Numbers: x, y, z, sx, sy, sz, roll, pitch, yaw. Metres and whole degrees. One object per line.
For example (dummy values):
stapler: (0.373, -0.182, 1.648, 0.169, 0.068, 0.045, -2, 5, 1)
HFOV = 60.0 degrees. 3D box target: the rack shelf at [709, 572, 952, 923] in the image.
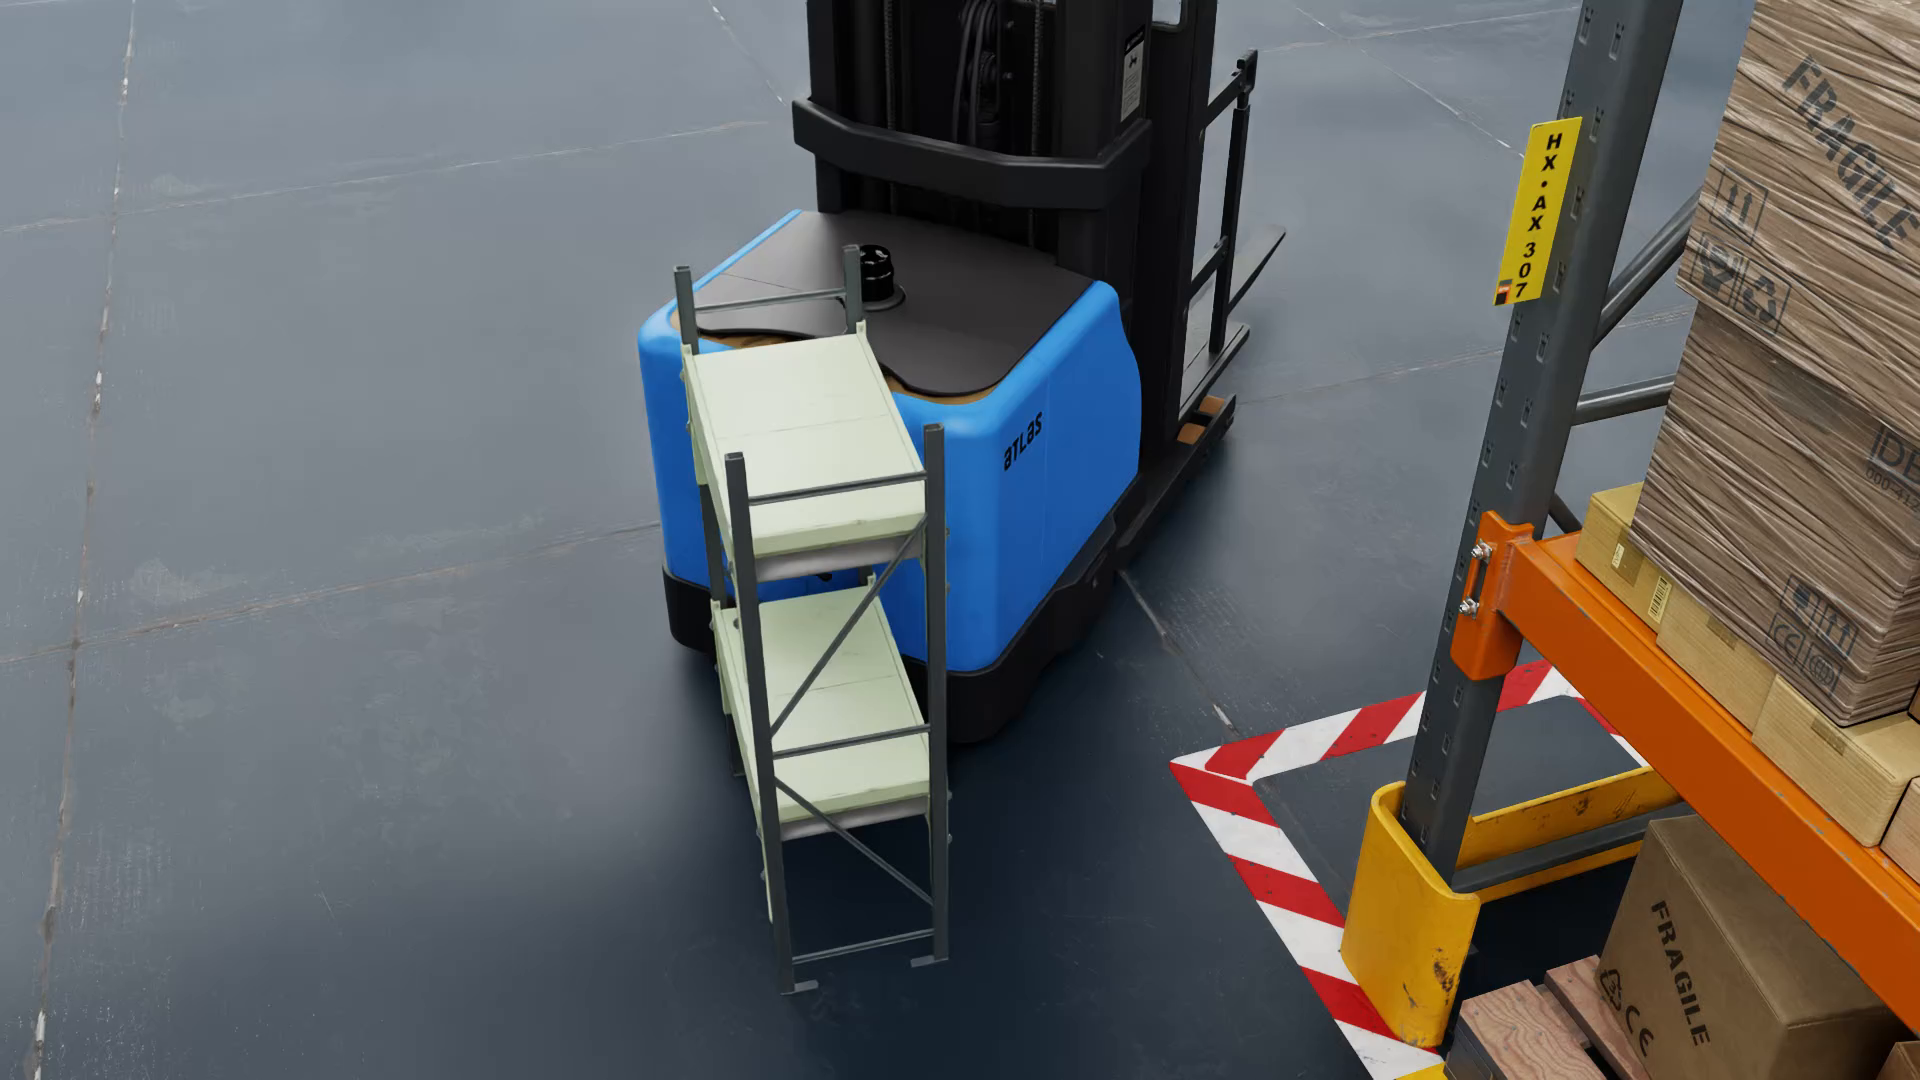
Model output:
rack shelf: (-0.317, 0.468, 3.923, 0.431, 0.370, 0.720, -9, 38, -12)

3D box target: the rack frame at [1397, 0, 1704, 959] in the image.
rack frame: (1.466, -0.306, 3.163, 1.000, 3.000, 0.127, -12, 39, -16)

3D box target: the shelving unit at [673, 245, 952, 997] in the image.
shelving unit: (-0.318, 0.208, 3.727, 0.431, 1.500, 0.755, -9, 38, -12)

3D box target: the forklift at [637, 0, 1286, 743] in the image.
forklift: (0.286, -1.506, 4.813, 1.130, 2.935, 3.031, 17, 40, 21)

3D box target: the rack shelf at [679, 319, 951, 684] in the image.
rack shelf: (-0.318, -0.104, 3.492, 0.431, 0.370, 0.720, -9, 38, -12)

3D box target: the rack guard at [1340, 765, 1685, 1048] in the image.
rack guard: (1.492, 0.735, 3.858, 1.175, 0.500, 0.348, -12, 39, -16)

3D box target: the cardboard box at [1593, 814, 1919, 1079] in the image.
cardboard box: (1.665, 0.881, 3.316, 0.500, 0.500, 0.500, -6, 37, -7)

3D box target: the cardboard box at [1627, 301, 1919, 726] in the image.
cardboard box: (1.630, -0.148, 2.624, 0.875, 0.500, 0.500, -12, 39, -16)

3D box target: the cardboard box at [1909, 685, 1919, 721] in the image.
cardboard box: (1.914, 0.109, 2.282, 0.875, 0.500, 0.500, -12, 39, -16)

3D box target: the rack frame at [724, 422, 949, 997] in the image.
rack frame: (-0.224, 0.421, 3.444, 0.400, 1.500, 0.023, -9, 38, -12)

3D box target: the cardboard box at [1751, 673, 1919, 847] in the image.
cardboard box: (1.481, 0.294, 2.575, 0.380, 0.149, 0.250, -12, 39, -16)

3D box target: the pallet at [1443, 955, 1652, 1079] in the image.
pallet: (1.739, 1.317, 3.326, 1.003, 0.211, 1.213, -12, 39, -16)

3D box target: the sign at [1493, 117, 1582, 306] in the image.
sign: (0.957, -0.539, 2.754, 0.100, 0.325, 0.005, -12, 39, -16)

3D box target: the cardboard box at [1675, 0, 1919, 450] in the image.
cardboard box: (1.400, -0.497, 2.255, 0.500, 0.500, 0.500, -12, 39, -16)

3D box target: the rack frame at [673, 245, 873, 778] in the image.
rack frame: (-0.412, -0.005, 4.010, 0.400, 1.500, 0.023, -9, 38, -12)

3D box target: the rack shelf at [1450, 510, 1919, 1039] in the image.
rack shelf: (2.155, 1.111, 1.880, 1.077, 0.370, 4.000, -12, 39, -16)

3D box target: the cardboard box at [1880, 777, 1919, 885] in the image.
cardboard box: (1.586, 0.431, 2.393, 0.380, 0.149, 0.250, -12, 39, -16)

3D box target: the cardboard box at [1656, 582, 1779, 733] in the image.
cardboard box: (1.409, 0.150, 2.767, 0.380, 0.149, 0.250, -12, 39, -16)

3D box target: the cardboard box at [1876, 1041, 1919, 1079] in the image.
cardboard box: (1.903, 1.211, 2.877, 0.500, 0.500, 0.500, -3, 37, -4)

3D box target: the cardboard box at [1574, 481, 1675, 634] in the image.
cardboard box: (1.341, 0.005, 2.960, 0.380, 0.149, 0.250, -12, 39, -16)
